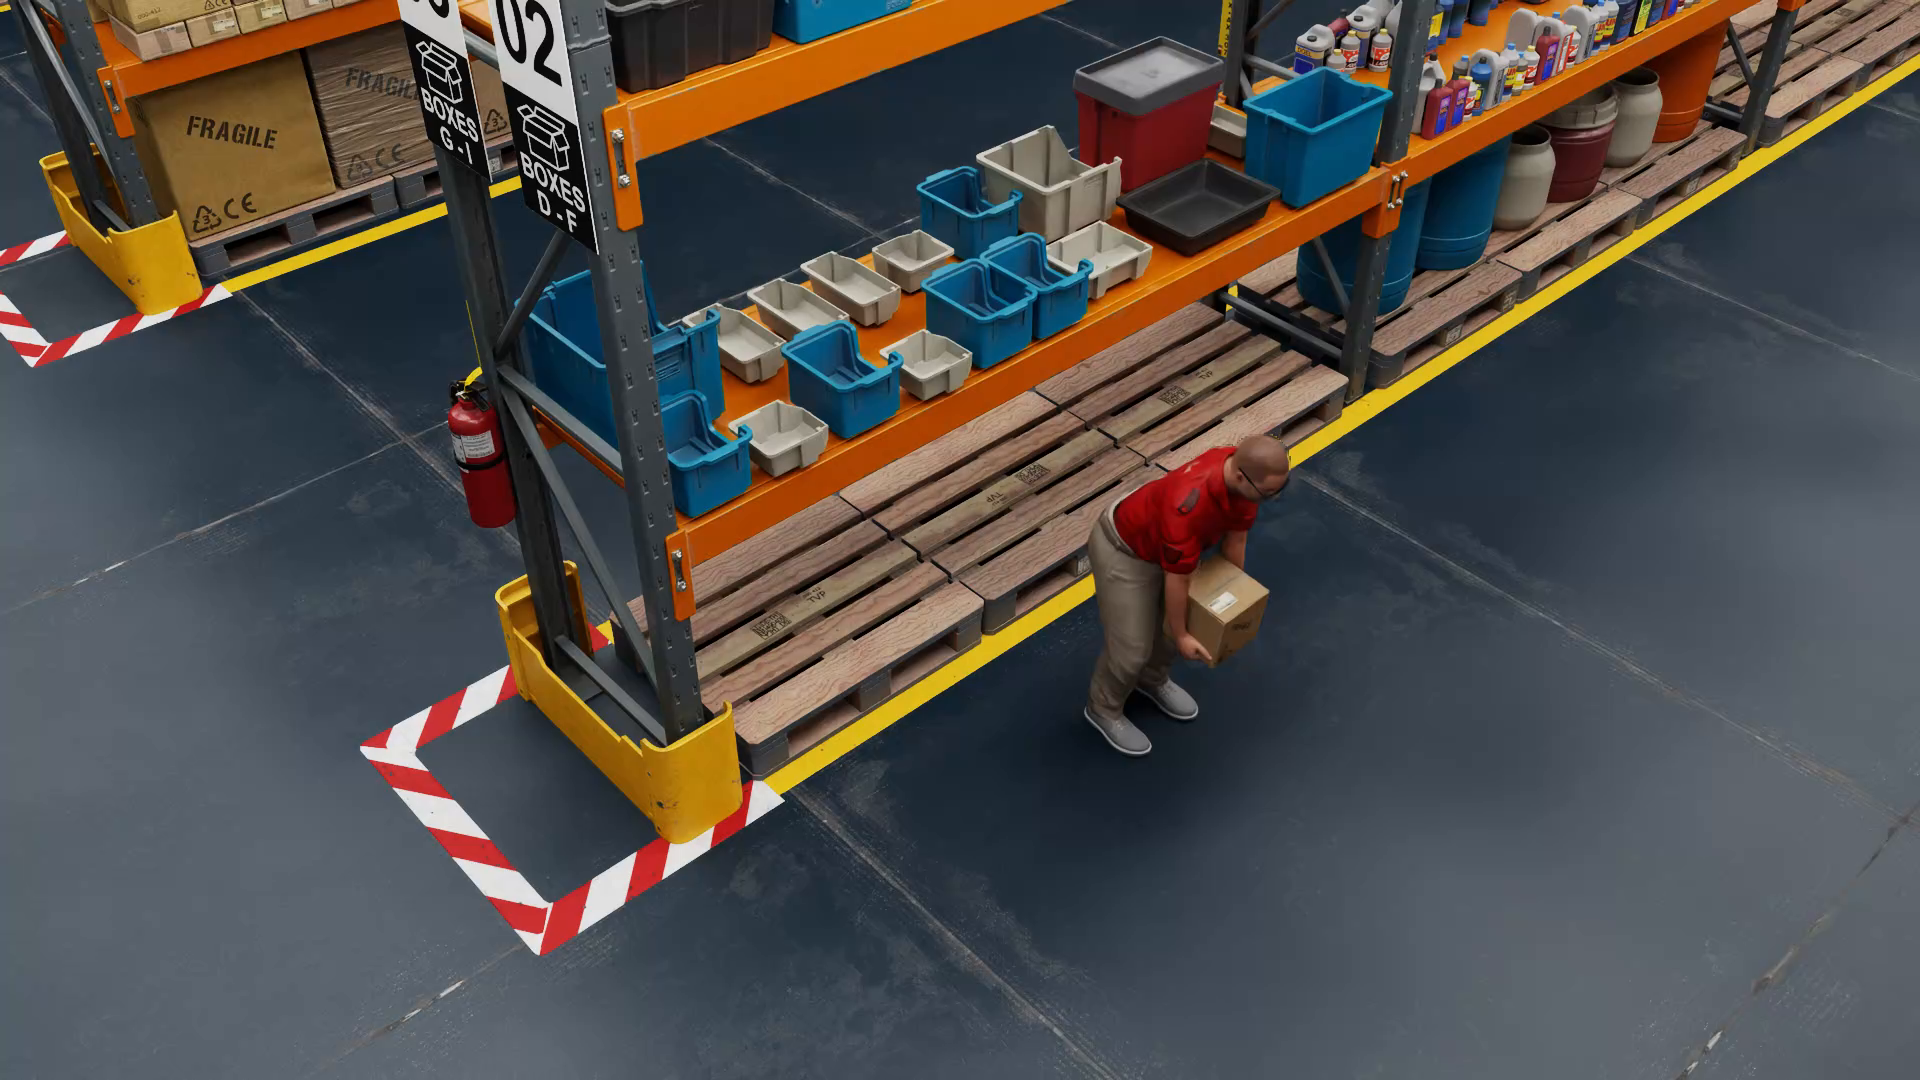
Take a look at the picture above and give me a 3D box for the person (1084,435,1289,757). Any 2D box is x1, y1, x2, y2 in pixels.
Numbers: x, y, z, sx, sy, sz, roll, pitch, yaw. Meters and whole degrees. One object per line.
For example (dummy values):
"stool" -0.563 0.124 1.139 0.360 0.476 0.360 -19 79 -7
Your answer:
"person" 0.815 0.162 6.106 0.478 1.567 0.718 -31 49 -32
